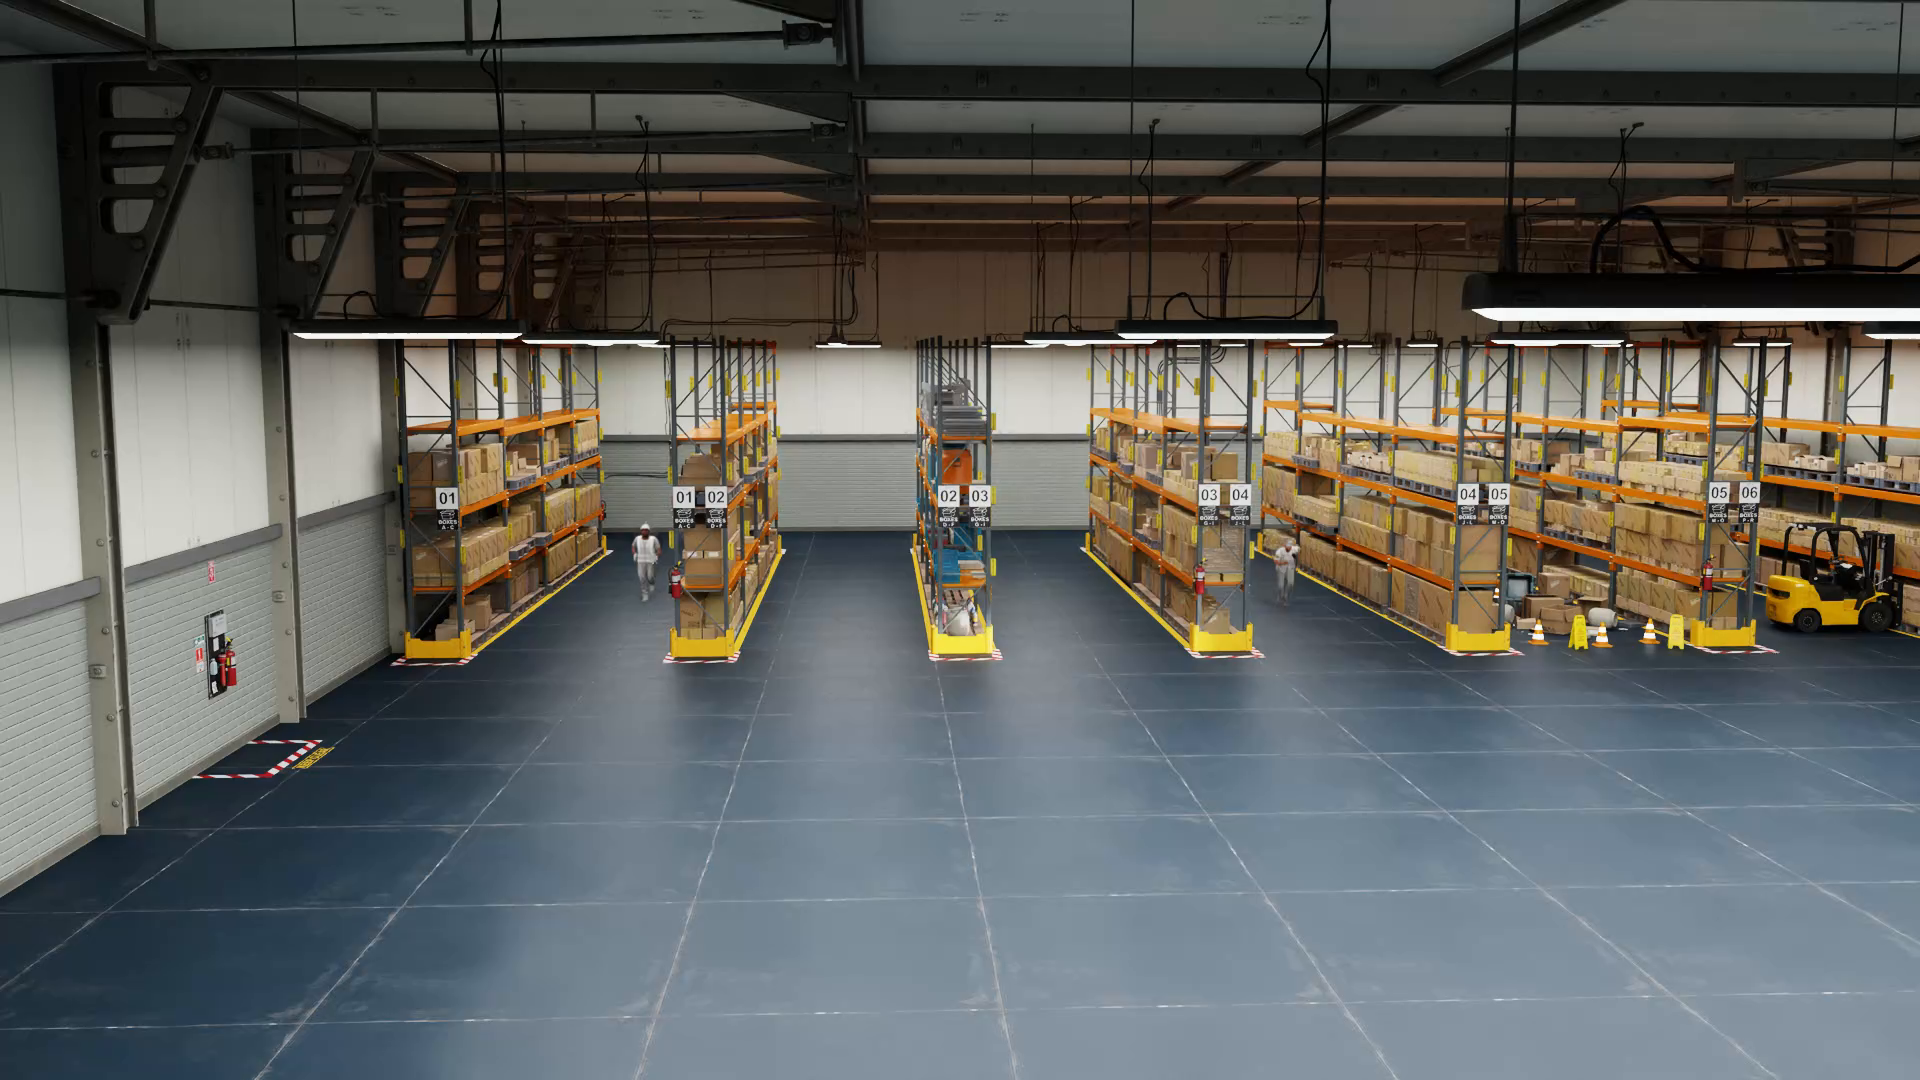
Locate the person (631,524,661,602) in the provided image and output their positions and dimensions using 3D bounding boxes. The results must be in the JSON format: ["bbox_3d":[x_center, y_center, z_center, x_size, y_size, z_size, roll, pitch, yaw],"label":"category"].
[{"bbox_3d":[-7.245,0.511,38.356,0.681,1.758,0.778,0,6,-3],"label":"person"}]

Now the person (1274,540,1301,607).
[{"bbox_3d":[7.337,0.735,37.413,0.618,1.578,0.961,0,6,0],"label":"person"}]
